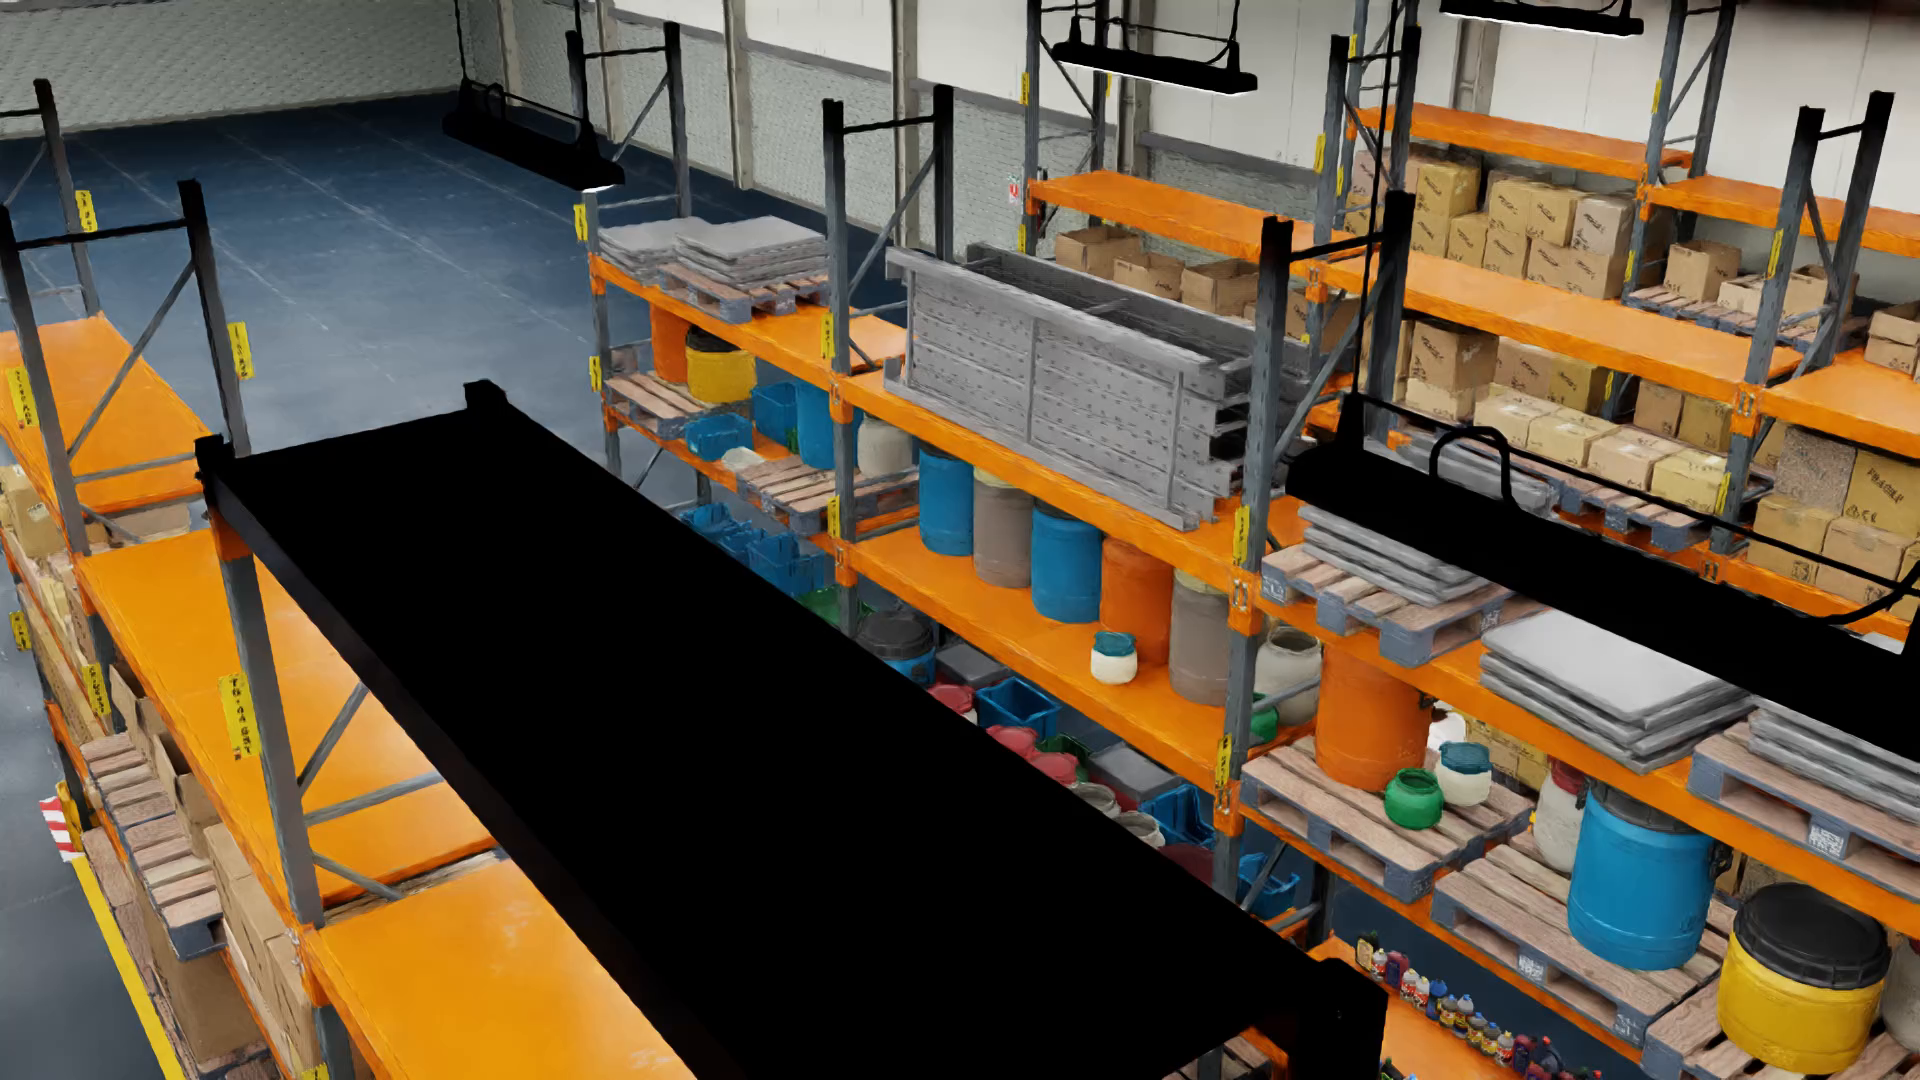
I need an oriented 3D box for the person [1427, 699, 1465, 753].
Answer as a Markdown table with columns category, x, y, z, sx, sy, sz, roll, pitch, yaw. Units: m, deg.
| category | x | y | z | sx | sy | sz | roll | pitch | yaw |
| --- | --- | --- | --- | --- | --- | --- | --- | --- | --- |
| person | 3.638 | 1.874 | 12.876 | 1.035 | 1.709 | 0.567 | 23 | 33 | 40 |
